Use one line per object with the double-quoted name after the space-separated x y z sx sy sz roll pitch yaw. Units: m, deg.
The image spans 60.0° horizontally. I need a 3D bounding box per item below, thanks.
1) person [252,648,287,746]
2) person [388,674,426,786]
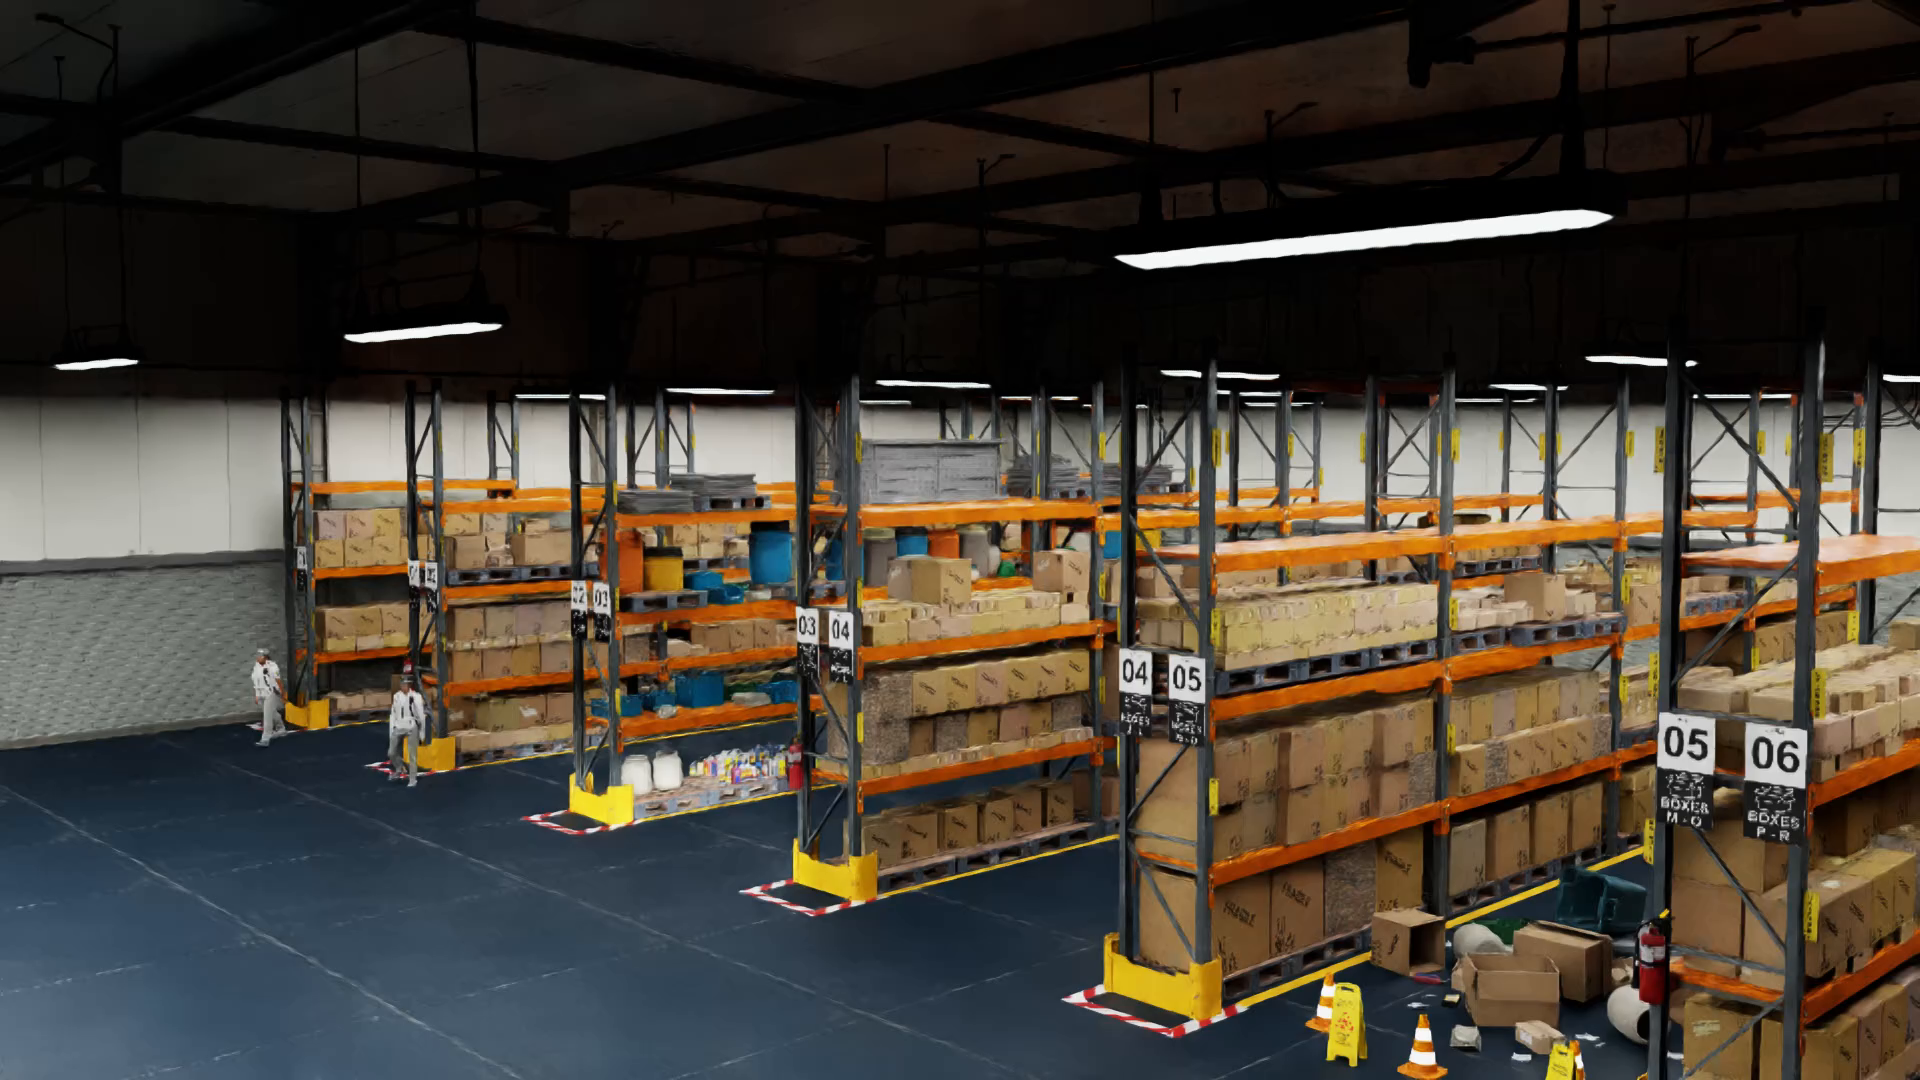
-11.569 2.590 27.790 0.519 1.613 0.942 2 4 23 "person"
-8.152 2.773 24.408 0.645 1.659 0.495 0 4 6 "person"
